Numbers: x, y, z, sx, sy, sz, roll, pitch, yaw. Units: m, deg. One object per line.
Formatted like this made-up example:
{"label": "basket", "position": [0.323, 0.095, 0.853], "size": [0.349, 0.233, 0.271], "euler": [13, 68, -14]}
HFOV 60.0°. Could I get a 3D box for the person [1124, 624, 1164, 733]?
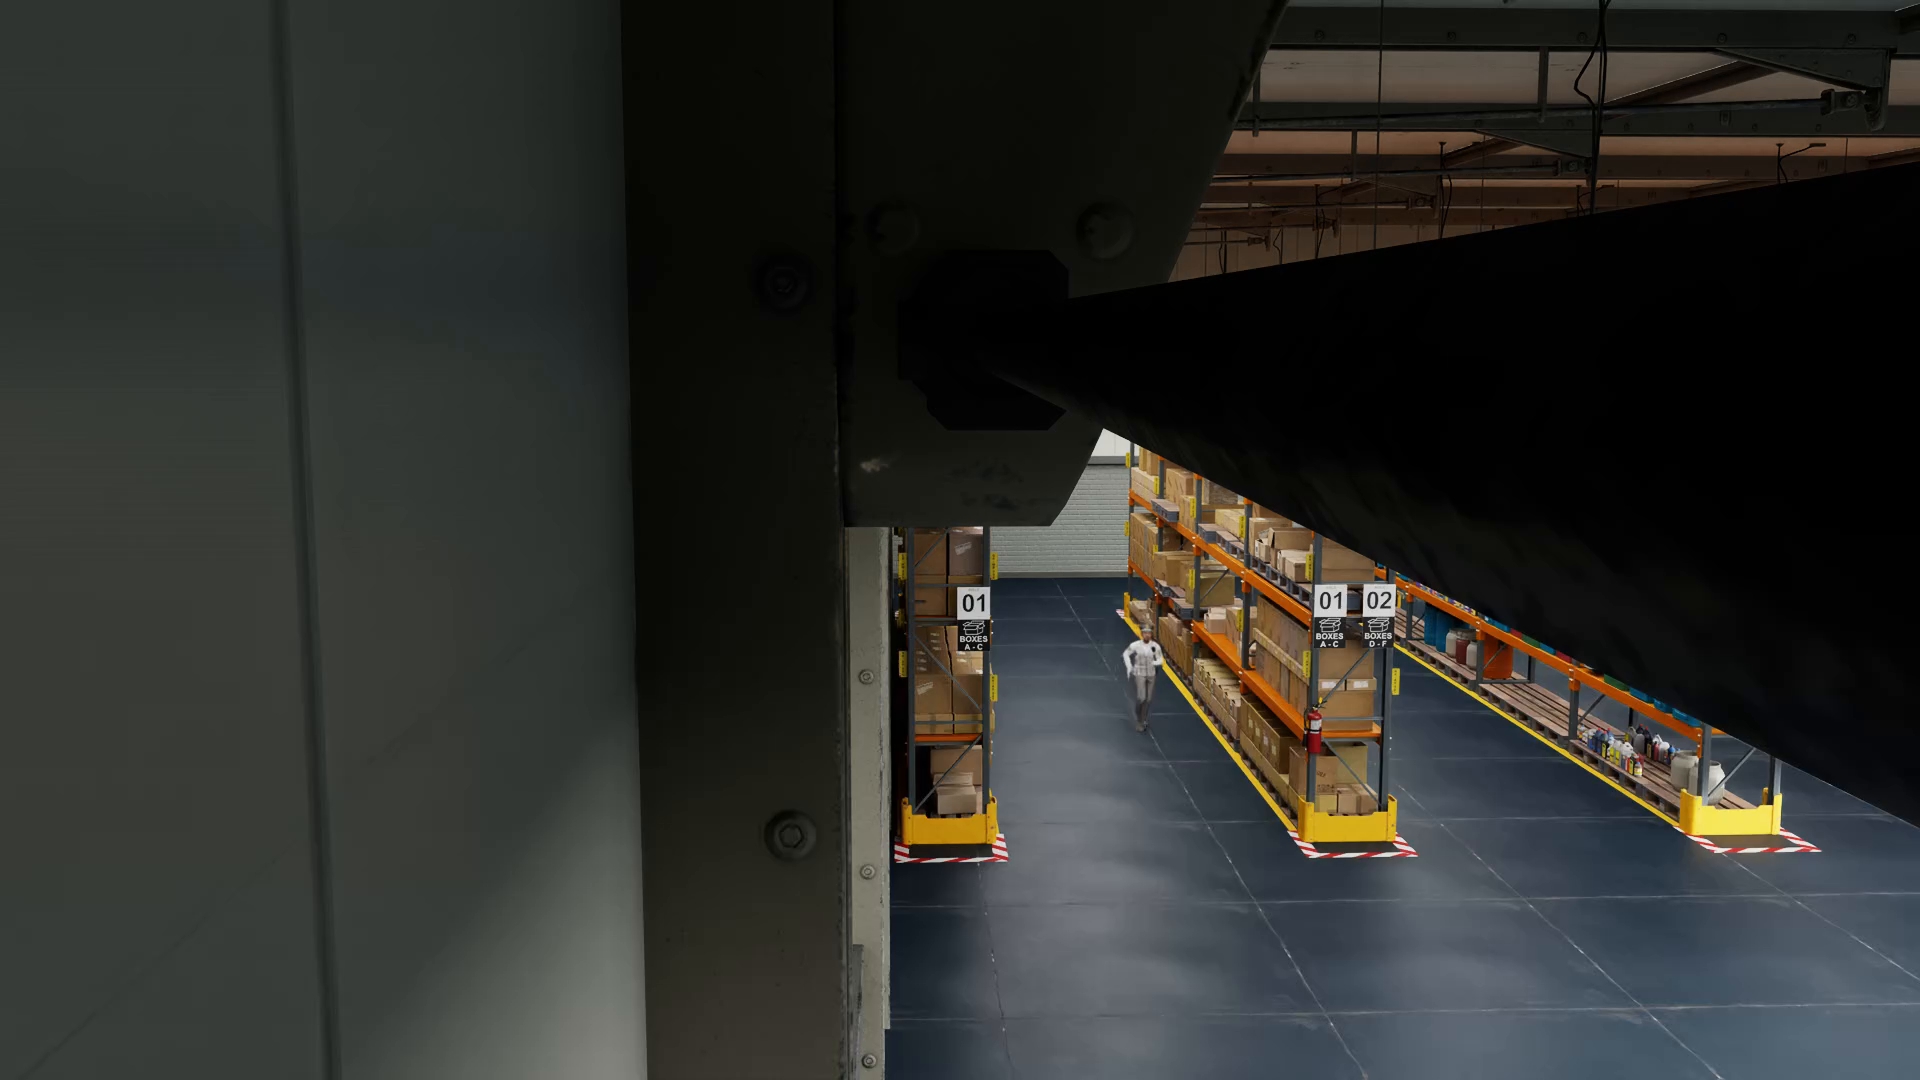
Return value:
{"label": "person", "position": [2.901, 2.161, 26.087], "size": [0.566, 1.718, 0.694], "euler": [-1, 7, -9]}
